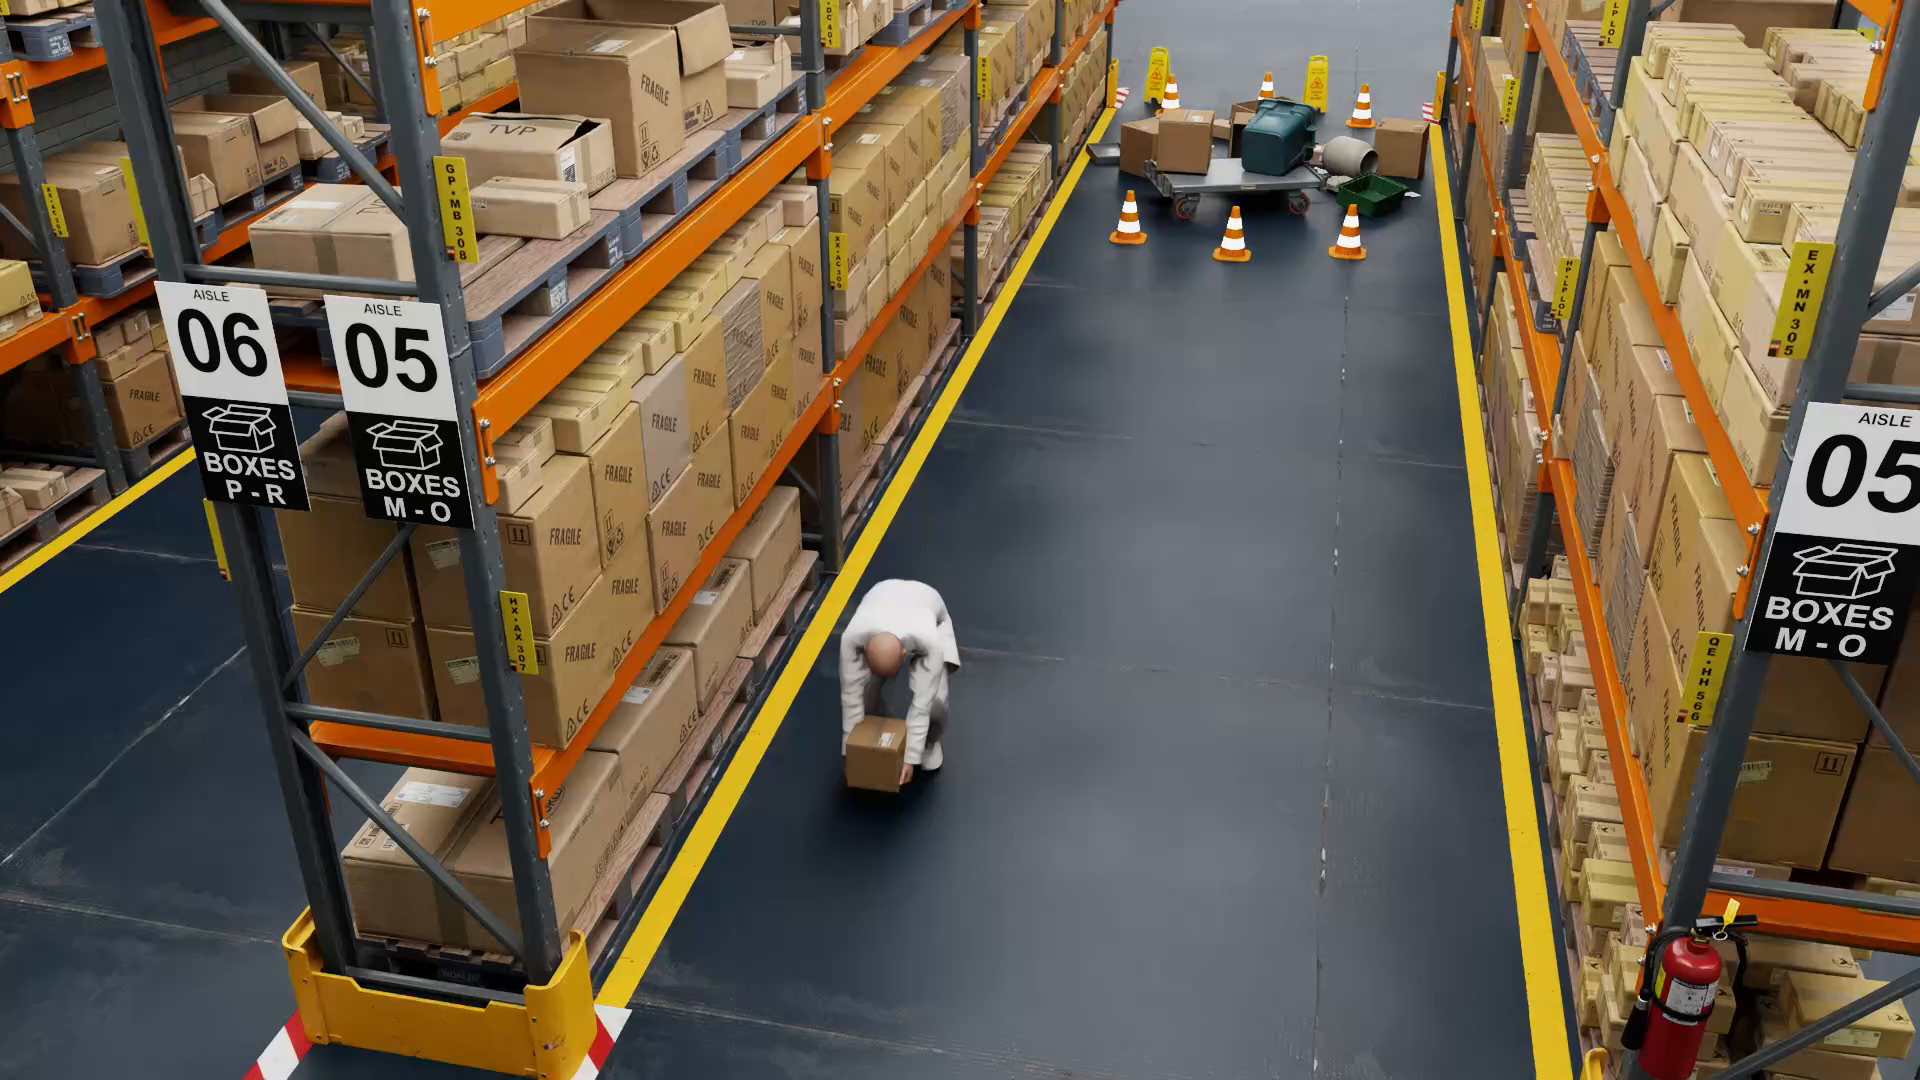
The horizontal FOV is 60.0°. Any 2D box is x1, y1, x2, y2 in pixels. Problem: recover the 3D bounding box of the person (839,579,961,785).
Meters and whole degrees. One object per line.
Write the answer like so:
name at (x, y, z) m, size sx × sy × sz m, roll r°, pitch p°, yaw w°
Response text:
person at (-0.307, 0.704, 8.142) m, size 0.591 × 1.013 × 0.936 m, roll 5°, pitch 29°, yaw 8°
